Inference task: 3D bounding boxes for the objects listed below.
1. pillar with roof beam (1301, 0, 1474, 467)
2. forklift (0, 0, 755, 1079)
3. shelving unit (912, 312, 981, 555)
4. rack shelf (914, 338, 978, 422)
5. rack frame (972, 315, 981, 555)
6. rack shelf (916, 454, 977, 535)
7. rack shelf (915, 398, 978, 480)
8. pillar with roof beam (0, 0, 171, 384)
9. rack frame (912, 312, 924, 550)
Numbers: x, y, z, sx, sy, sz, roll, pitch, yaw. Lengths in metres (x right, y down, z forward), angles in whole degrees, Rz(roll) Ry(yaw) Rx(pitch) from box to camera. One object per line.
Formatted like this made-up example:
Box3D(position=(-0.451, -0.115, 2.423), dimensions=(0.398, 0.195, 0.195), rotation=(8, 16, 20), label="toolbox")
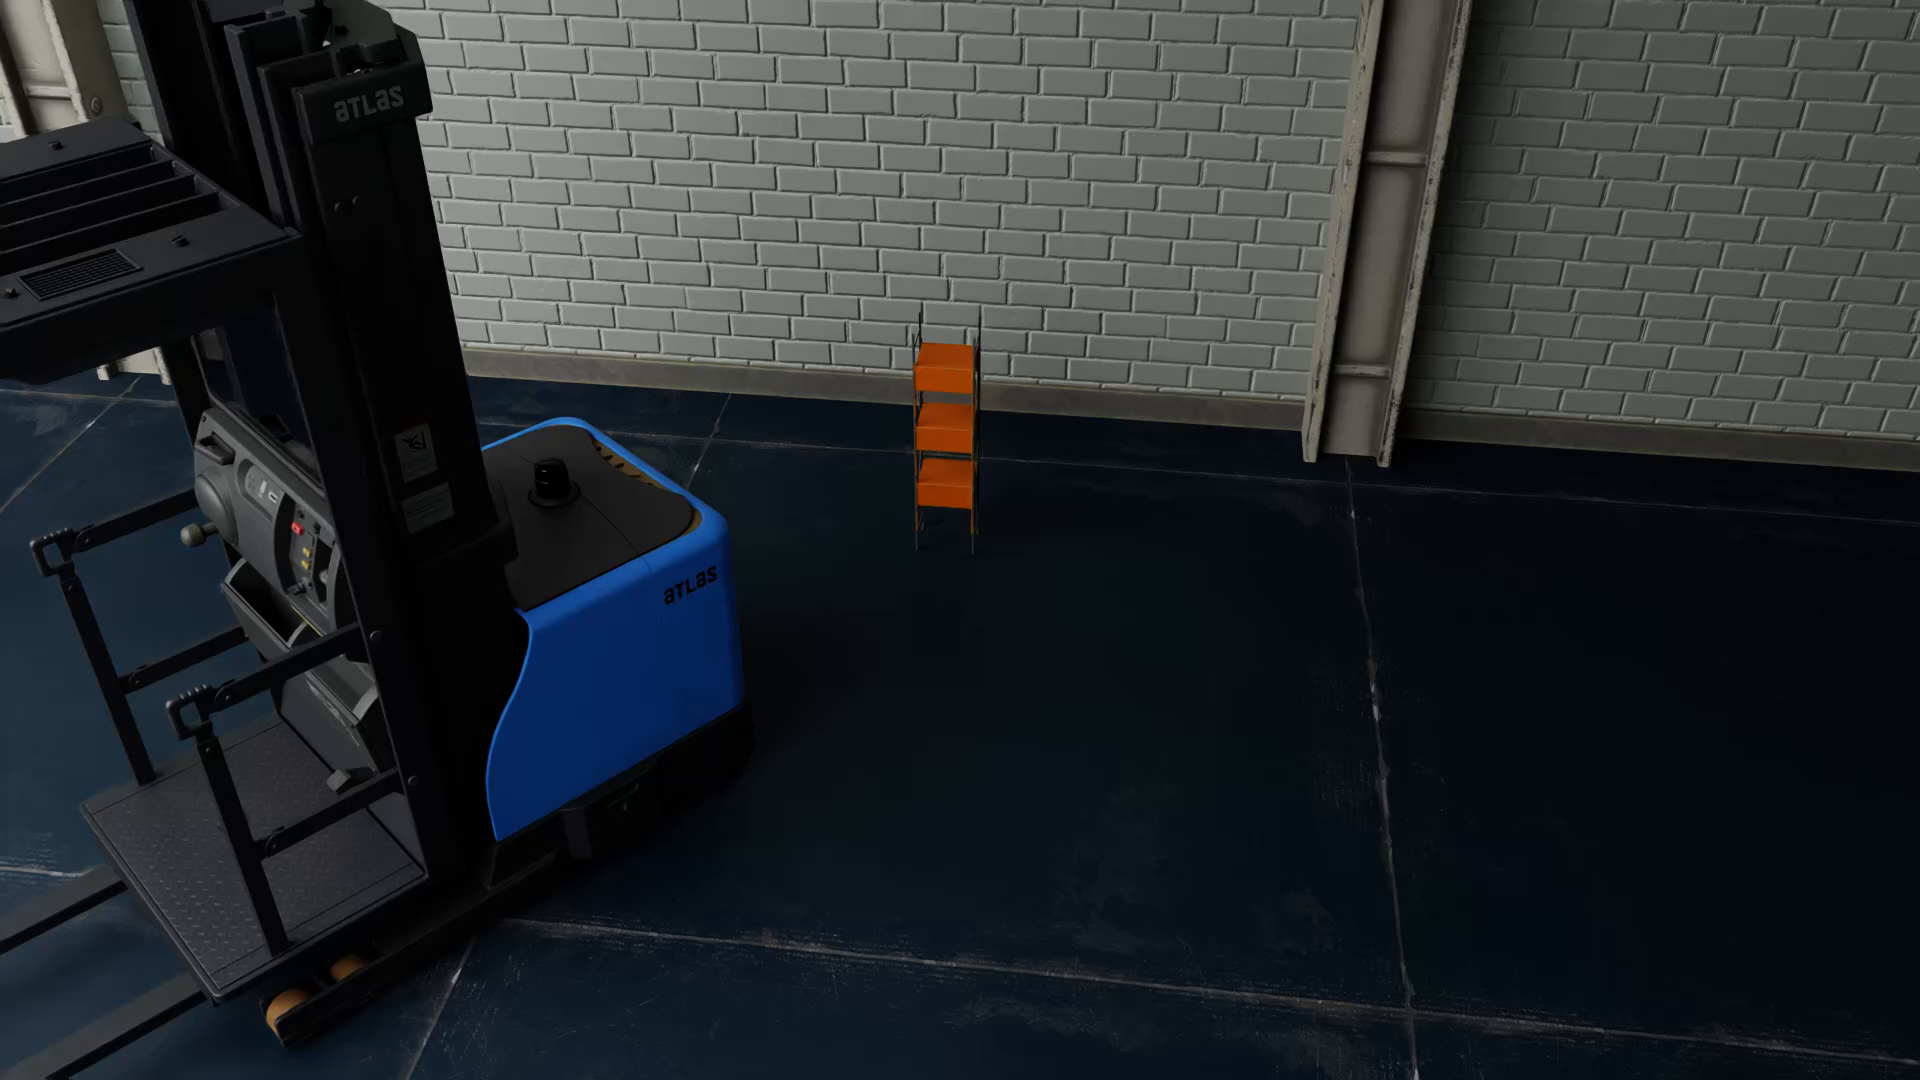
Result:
Box3D(position=(1.274, -1.623, 1.777), dimensions=(0.400, 9.000, 9.100), rotation=(4, 36, 6), label="pillar with roof beam")
Box3D(position=(-2.167, -0.001, 4.728), dimensions=(3.031, 2.935, 1.130), rotation=(-29, 45, -34), label="forklift")
Box3D(position=(-0.053, -0.431, 6.951), dimensions=(0.252, 1.050, 0.215), rotation=(4, 36, 6), label="shelving unit")
Box3D(position=(-0.053, -0.654, 6.792), dimensions=(0.240, 0.259, 0.215), rotation=(4, 36, 6), label="rack shelf")
Box3D(position=(0.068, -0.422, 6.938), dimensions=(0.008, 1.050, 0.200), rotation=(4, 36, 6), label="rack frame")
Box3D(position=(-0.053, -0.196, 7.118), dimensions=(0.240, 0.259, 0.215), rotation=(4, 36, 6), label="rack shelf")
Box3D(position=(-0.053, -0.423, 6.957), dimensions=(0.240, 0.259, 0.215), rotation=(4, 36, 6), label="rack shelf")
Box3D(position=(-4.677, -2.067, 2.399), dimensions=(0.400, 9.000, 9.100), rotation=(4, 36, 6), label="pillar with roof beam")
Box3D(position=(-0.174, -0.440, 6.963), dimensions=(0.008, 1.050, 0.200), rotation=(4, 36, 6), label="rack frame")
